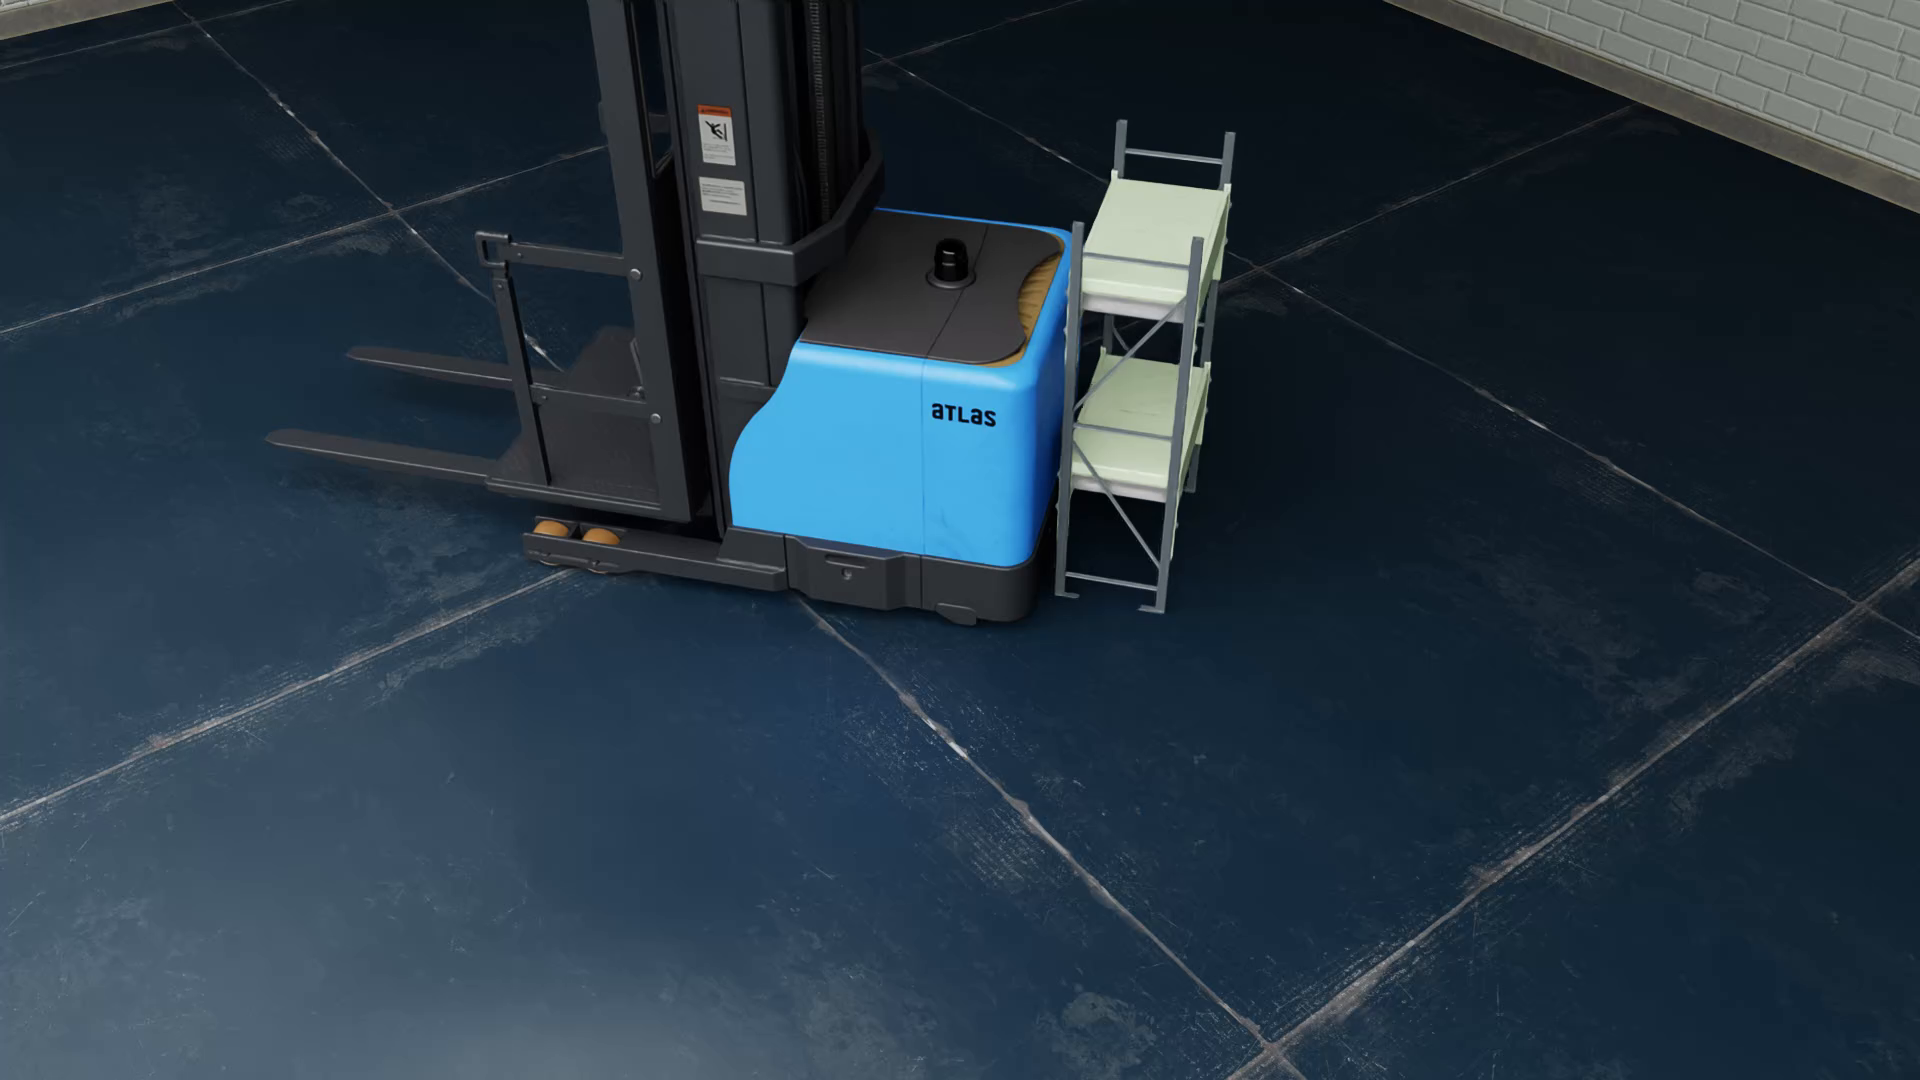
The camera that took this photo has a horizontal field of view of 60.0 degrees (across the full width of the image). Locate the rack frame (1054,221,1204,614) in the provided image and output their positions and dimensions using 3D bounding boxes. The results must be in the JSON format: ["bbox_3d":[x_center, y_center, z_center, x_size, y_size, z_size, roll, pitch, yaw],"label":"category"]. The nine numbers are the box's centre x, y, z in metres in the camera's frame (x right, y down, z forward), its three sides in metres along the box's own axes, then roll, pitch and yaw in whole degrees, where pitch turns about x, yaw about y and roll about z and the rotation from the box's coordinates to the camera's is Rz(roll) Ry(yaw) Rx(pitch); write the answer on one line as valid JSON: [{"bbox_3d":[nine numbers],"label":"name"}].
[{"bbox_3d":[0.537,-0.354,5.499,0.400,1.500,0.023,10,40,11],"label":"rack frame"}]

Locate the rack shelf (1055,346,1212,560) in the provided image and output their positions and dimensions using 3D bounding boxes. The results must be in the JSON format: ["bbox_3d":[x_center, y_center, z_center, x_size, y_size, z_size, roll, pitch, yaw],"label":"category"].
[{"bbox_3d":[0.630,-0.326,5.979,0.431,0.370,0.720,10,40,11],"label":"rack shelf"}]

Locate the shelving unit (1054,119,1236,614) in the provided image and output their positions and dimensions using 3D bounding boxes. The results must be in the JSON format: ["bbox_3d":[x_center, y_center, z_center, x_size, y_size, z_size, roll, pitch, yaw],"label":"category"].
[{"bbox_3d":[0.630,-0.578,5.772,0.431,1.500,0.755,10,40,11],"label":"shelving unit"}]

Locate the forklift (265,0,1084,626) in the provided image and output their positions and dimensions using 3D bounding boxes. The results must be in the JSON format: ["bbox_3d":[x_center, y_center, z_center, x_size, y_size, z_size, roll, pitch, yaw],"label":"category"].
[{"bbox_3d":[-1.115,-1.326,5.555,3.031,2.935,1.130,9,40,10],"label":"forklift"}]

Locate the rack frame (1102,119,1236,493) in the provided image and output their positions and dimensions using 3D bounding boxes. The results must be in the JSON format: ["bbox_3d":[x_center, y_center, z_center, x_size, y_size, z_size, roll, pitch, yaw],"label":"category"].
[{"bbox_3d":[0.724,-0.803,6.046,0.400,1.500,0.023,10,40,11],"label":"rack frame"}]

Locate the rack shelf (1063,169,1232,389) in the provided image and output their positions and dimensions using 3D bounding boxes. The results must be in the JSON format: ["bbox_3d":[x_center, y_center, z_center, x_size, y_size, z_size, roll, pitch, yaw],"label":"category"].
[{"bbox_3d":[0.630,-0.880,5.525,0.431,0.370,0.720,10,40,11],"label":"rack shelf"}]
